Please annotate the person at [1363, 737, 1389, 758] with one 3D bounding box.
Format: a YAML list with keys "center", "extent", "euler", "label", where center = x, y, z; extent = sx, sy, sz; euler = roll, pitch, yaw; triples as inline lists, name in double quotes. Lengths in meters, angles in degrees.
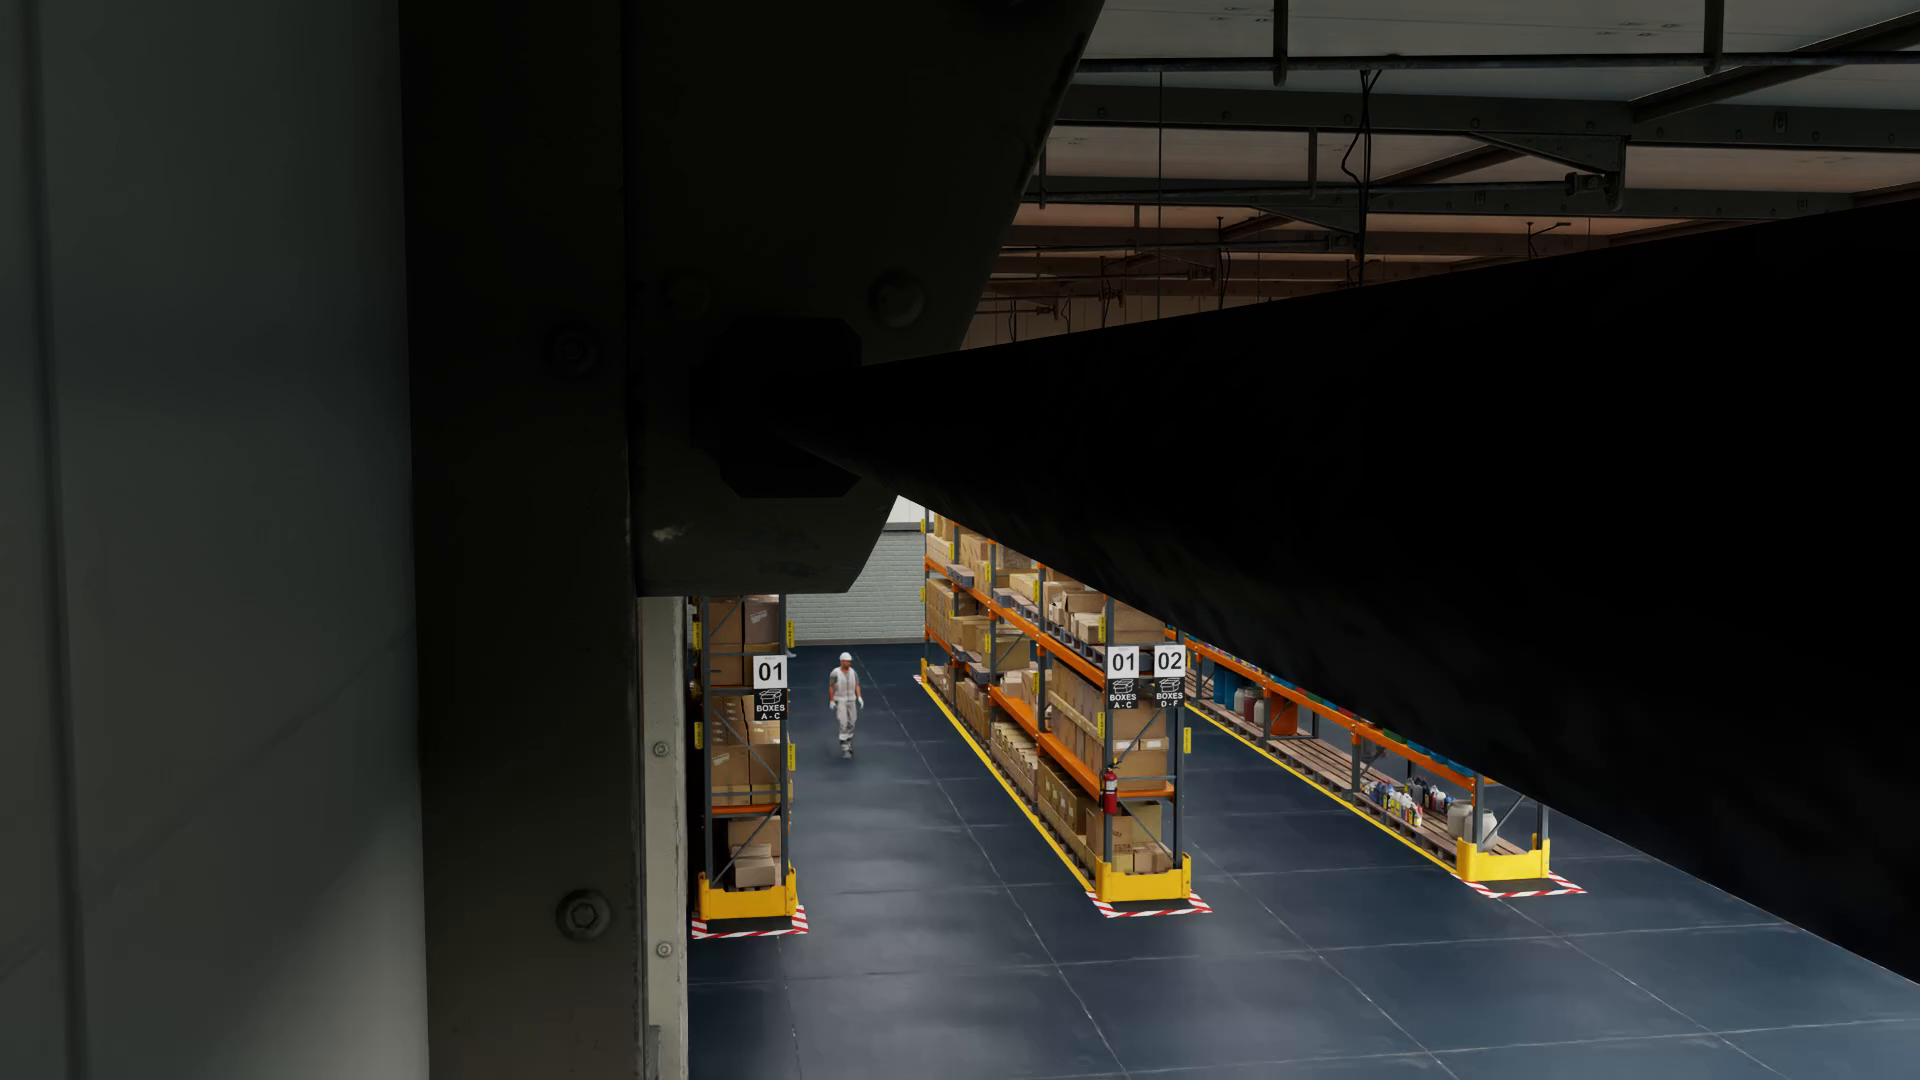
- center: [7.213, 2.967, 29.026]
  extent: [0.498, 1.676, 0.560]
  euler: [3, 6, 26]
  label: "person"

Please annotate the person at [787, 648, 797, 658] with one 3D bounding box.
- center: [-4.412, 1.967, 39.928]
  extent: [1.095, 1.721, 0.525]
  euler: [1, 5, 10]
  label: "person"

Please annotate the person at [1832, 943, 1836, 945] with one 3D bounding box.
- center: [10.124, 3.752, 19.464]
  extent: [0.682, 1.758, 0.651]
  euler: [-5, 7, -44]
  label: "person"

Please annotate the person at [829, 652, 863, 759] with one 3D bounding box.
- center: [-1.949, 2.889, 29.195]
  extent: [0.551, 1.793, 0.710]
  euler: [-3, 6, -30]
  label: "person"
